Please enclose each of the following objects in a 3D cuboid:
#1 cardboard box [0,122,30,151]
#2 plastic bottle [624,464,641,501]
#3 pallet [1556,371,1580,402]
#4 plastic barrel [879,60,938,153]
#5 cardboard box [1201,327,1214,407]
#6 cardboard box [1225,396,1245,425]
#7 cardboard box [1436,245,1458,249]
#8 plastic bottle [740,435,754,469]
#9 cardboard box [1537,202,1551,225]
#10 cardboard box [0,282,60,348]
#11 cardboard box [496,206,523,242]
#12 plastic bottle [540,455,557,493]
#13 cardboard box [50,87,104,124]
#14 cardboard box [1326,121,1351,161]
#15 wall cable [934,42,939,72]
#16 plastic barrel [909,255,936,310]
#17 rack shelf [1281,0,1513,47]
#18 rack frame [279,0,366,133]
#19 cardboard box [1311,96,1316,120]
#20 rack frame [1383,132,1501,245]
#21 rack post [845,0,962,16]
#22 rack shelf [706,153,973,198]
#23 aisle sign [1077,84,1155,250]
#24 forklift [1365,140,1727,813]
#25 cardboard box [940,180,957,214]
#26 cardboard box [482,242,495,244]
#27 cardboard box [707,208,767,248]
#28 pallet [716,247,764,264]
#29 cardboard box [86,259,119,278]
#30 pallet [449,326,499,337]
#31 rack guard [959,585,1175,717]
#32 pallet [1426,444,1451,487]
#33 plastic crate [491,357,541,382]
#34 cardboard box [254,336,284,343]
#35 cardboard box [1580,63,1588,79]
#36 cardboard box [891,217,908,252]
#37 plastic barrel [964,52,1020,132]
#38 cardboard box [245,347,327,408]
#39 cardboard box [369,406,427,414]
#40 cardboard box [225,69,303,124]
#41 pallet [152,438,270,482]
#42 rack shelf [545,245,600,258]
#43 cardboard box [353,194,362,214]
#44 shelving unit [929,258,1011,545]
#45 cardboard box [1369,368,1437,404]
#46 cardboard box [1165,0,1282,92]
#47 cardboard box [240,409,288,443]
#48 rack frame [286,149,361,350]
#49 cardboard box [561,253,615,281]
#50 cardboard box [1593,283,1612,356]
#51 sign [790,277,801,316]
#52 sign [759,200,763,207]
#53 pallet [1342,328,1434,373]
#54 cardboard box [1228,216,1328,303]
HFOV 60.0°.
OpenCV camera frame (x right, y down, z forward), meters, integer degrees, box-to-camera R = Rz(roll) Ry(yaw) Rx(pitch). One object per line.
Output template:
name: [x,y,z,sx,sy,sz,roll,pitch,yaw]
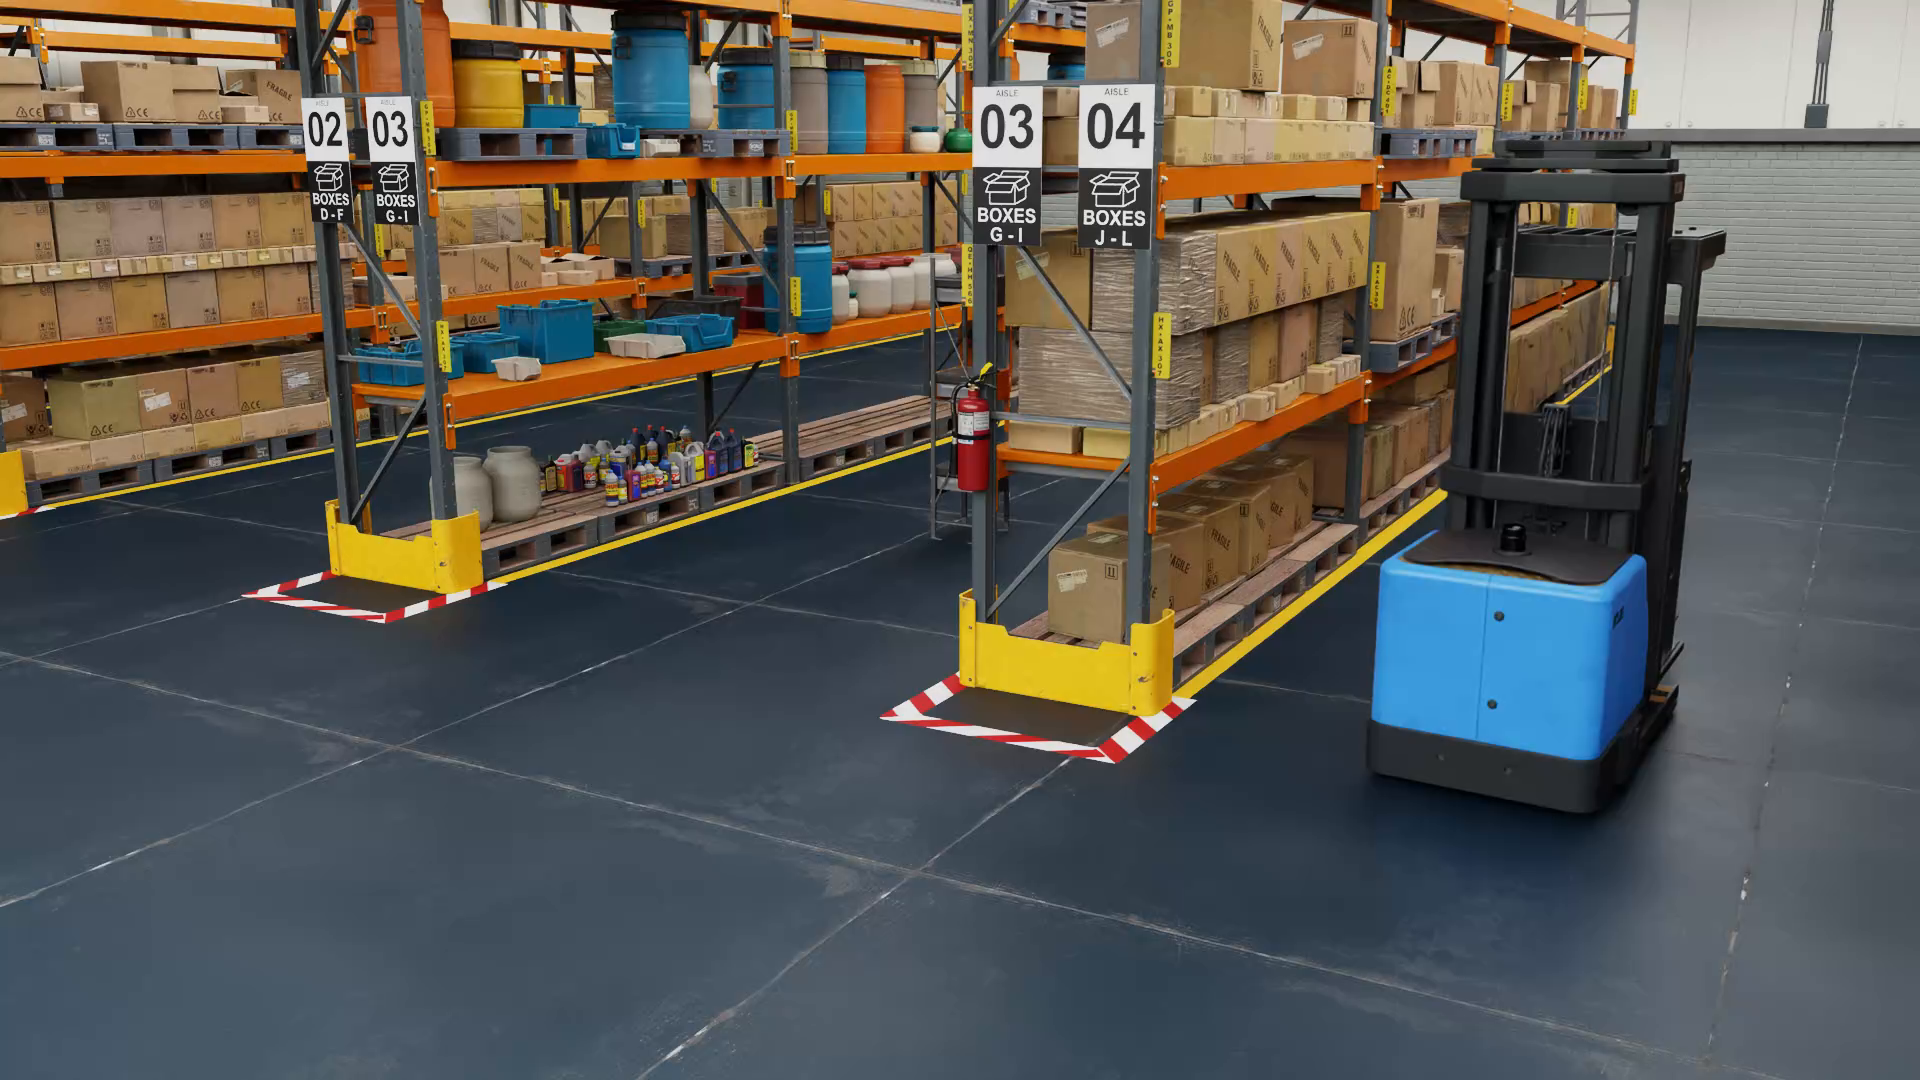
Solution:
cardboard box: [-10.573,-4.503,18.154,0.500,0.500,0.500,8,16,30]
plastic bottle: [-2.530,-0.450,12.855,0.061,0.283,0.133,8,16,29]
pallet: [6.768,-1.867,19.829,1.003,0.211,1.213,7,15,28]
plastic barrel: [-0.524,-4.374,16.809,0.600,0.901,0.600,0,14,0]
cardboard box: [0.958,-1.033,9.571,0.875,0.500,0.500,7,15,28]
cardboard box: [1.476,-0.781,9.907,0.380,0.149,0.250,7,15,28]
cardboard box: [4.172,-2.393,14.949,0.500,0.500,0.500,5,15,21]
plastic bottle: [-1.815,-0.753,14.114,0.061,0.283,0.133,8,16,31]
cardboard box: [6.031,-3.480,18.215,0.797,0.503,0.637,7,15,27]
cardboard box: [-7.902,-1.880,13.718,0.700,0.500,0.500,7,15,28]
cardboard box: [-6.917,-4.733,24.877,0.500,0.500,0.500,8,15,28]
plastic bottle: [-3.260,-0.521,13.152,0.061,0.283,0.133,8,16,29]
cardboard box: [-10.209,-4.932,19.083,0.500,0.500,0.500,10,17,36]
cardboard box: [2.211,-2.591,10.800,0.500,0.250,0.500,8,16,29]
wall cable: [0.673,-10.256,31.723,3.097,2.526,0.112,7,15,28]
plastic barrel: [-0.451,-2.549,16.468,0.421,0.512,0.421,0,14,0]
rack shelf: [3.432,-4.217,13.214,1.077,0.370,4.000,7,15,28]
rack frame: [-6.205,-5.474,16.040,1.000,3.000,0.127,7,15,28]
cardboard box: [2.006,-2.704,10.420,0.380,0.149,0.250,8,16,30]
rack frame: [4.398,-2.255,15.488,1.000,3.000,0.127,7,15,28]
rack post: [-0.994,-5.423,15.402,1.013,1.000,3.121,7,15,28]
rack shelf: [-0.904,-3.515,15.847,1.077,0.370,4.000,7,15,28]
aisle sign: [0.764,-1.831,8.182,0.394,0.787,0.004,7,15,28]
forklift: [3.117,-0.516,8.419,1.130,2.935,3.031,8,16,31]
cardboard box: [-0.379,-5.432,26.318,0.500,0.500,0.500,7,15,28]
cardboard box: [-7.110,-4.340,24.628,0.380,0.149,0.250,7,15,28]
cardboard box: [-3.040,-4.232,22.577,0.700,0.500,0.500,10,17,37]
pallet: [-2.820,-3.954,22.945,1.003,0.211,1.213,7,15,28]
cardboard box: [-7.390,-2.314,14.135,0.380,0.149,0.250,7,15,27]
pallet: [-7.572,-2.986,24.468,1.003,0.211,1.213,7,15,28]
rack guard: [0.568,0.586,9.038,1.175,0.500,0.348,7,15,28]
pallet: [4.019,-0.740,15.151,1.003,0.211,1.213,7,15,28]
plastic crate: [-3.090,-1.194,11.649,0.298,0.136,0.250,7,15,28]
cardboard box: [-9.263,-2.691,21.692,0.700,0.500,0.500,7,15,28]
cardboard box: [7.280,-5.607,20.070,0.500,0.250,0.500,7,15,26]
cardboard box: [-1.120,-4.634,25.140,0.500,0.500,0.500,7,15,27]
plastic barrel: [0.340,-4.804,17.846,0.600,0.830,0.708,7,15,28]
cardboard box: [-6.490,-1.569,16.011,0.500,0.500,0.500,7,15,28]
cardboard box: [-5.794,-1.480,17.243,0.500,0.250,0.500,7,15,27]
cardboard box: [-6.680,-4.263,16.009,0.500,0.500,0.500,9,16,33]
pallet: [-7.215,-0.793,15.370,1.003,0.211,1.213,7,15,28]
rack shelf: [-5.709,-4.820,27.662,1.077,0.370,4.000,7,15,28]
cardboard box: [-8.151,-4.576,22.625,0.500,0.250,0.500,8,16,29]
shelving unit: [0.080,-1.055,12.428,0.431,2.100,0.503,7,15,28]
cardboard box: [3.853,-1.368,14.601,0.500,0.250,0.500,9,16,34]
cardboard box: [1.485,-2.782,9.360,0.500,0.500,0.500,7,15,28]
cardboard box: [-6.717,-1.100,15.665,0.500,0.250,0.500,7,15,28]
rack frame: [-8.610,-3.939,22.472,1.000,3.000,0.127,7,15,28]
cardboard box: [-4.486,-3.265,19.868,0.500,0.311,0.500,9,16,32]
cardboard box: [8.026,-2.927,21.914,0.875,0.875,0.875,7,15,28]
sign: [-1.395,-2.066,14.111,0.100,0.325,0.005,7,15,28]
sign: [-2.817,-4.680,23.698,0.100,0.325,0.005,7,15,28]
pallet: [2.962,-1.482,12.689,1.003,0.211,1.213,7,15,28]
cardboard box: [2.005,-1.785,10.557,0.500,0.500,0.500,7,15,28]
